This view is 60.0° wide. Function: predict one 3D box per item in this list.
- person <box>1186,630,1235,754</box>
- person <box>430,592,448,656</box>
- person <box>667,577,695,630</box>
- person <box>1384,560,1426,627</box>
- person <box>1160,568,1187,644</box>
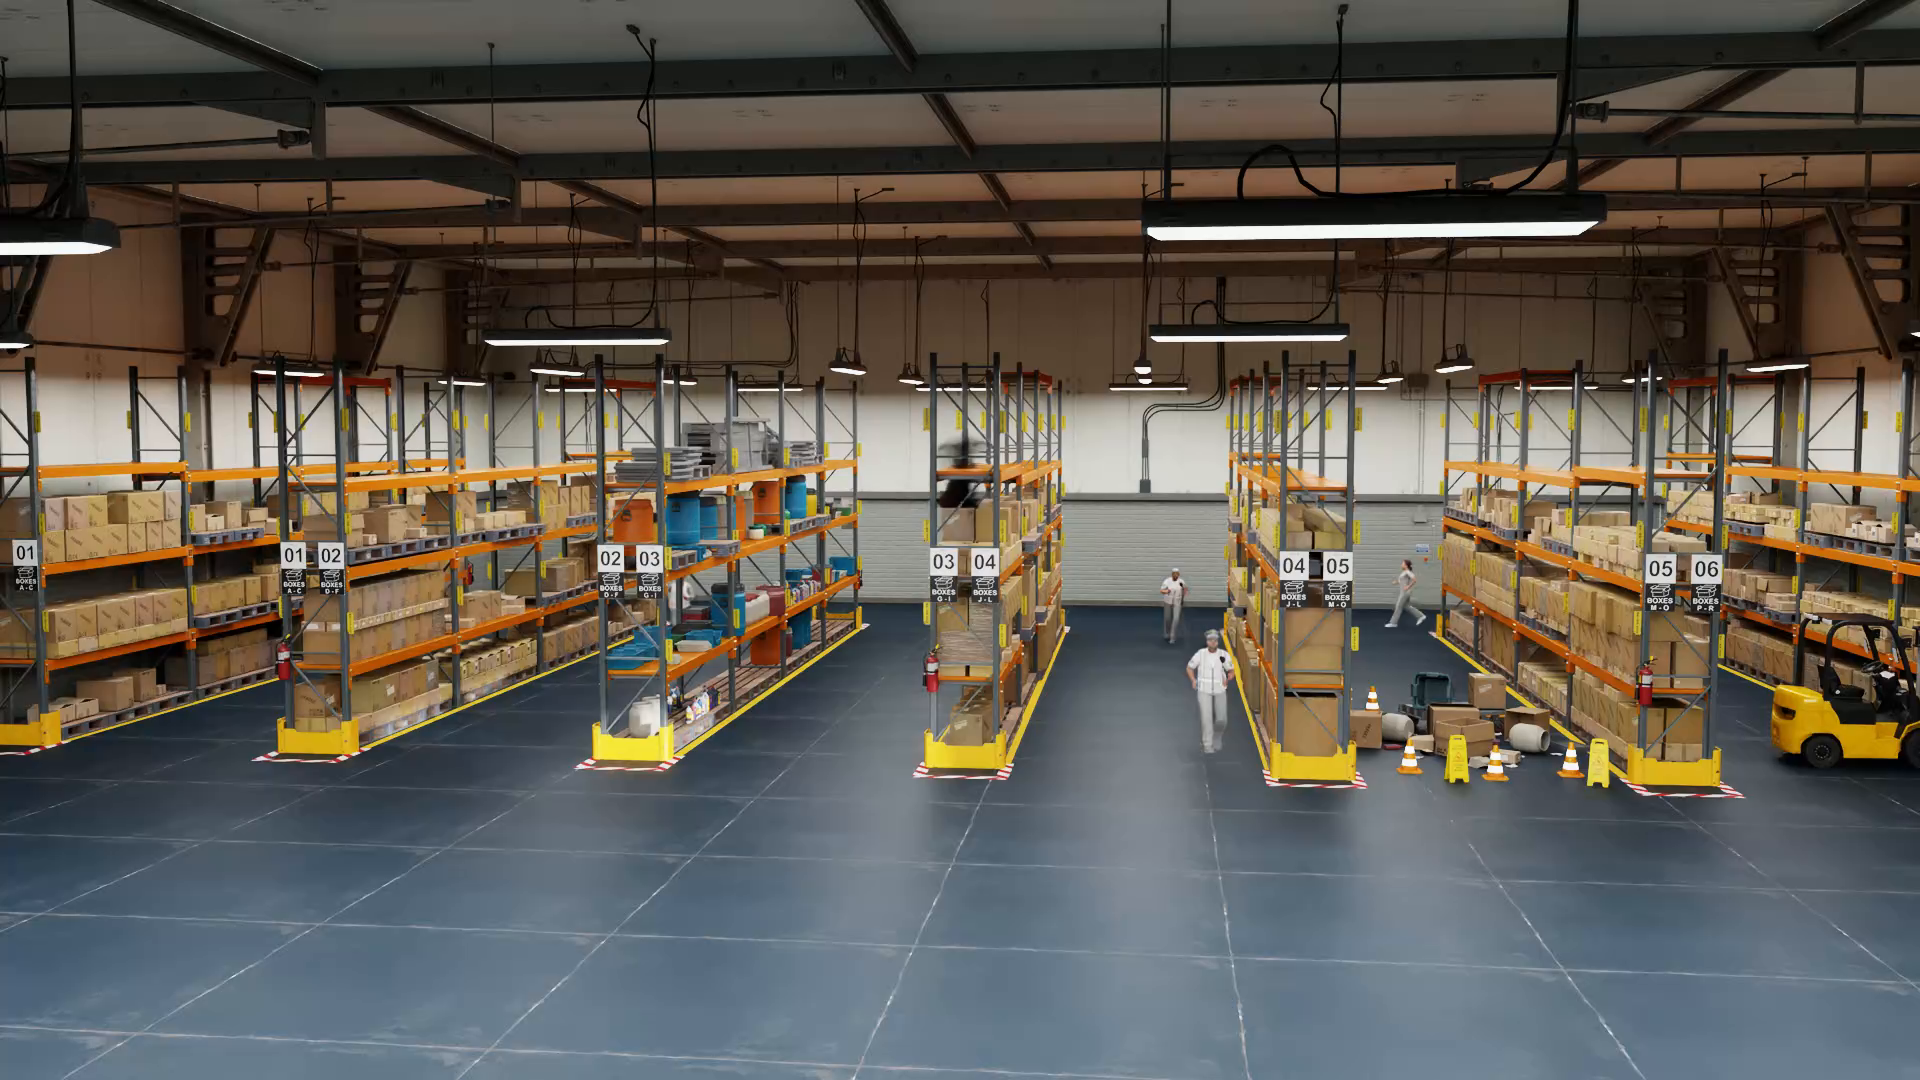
[{"bbox_3d":[3.590,2.176,23.760,0.691,1.788,0.631,0,4,3],"label":"person"},{"bbox_3d":[-11.082,1.671,34.899,0.707,1.733,0.633,-1,4,-7],"label":"person"},{"bbox_3d":[-6.136,1.529,36.469,0.653,1.809,0.908,0,4,-4],"label":"person"},{"bbox_3d":[10.798,1.299,40.261,0.984,1.656,0.576,1,4,12],"label":"person"},{"bbox_3d":[4.876,1.490,37.953,0.606,1.715,0.832,1,4,8],"label":"person"}]
